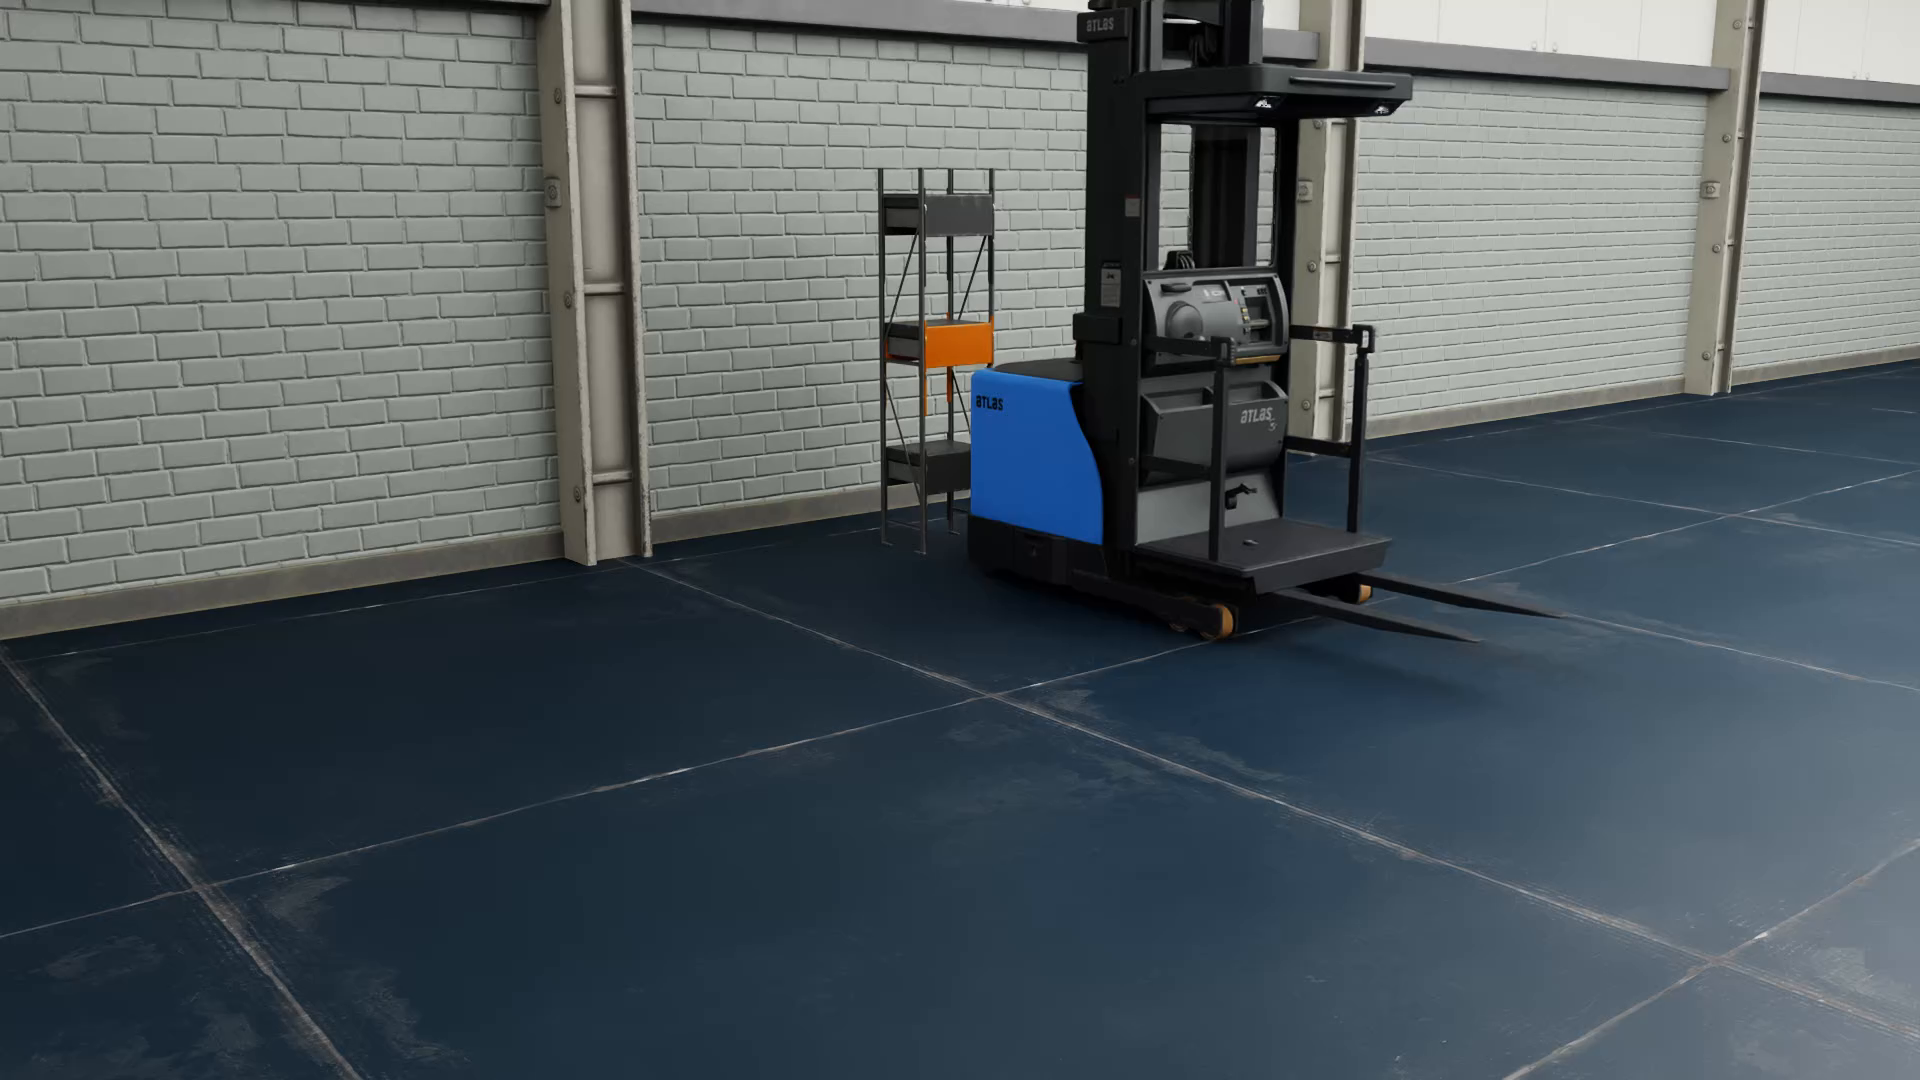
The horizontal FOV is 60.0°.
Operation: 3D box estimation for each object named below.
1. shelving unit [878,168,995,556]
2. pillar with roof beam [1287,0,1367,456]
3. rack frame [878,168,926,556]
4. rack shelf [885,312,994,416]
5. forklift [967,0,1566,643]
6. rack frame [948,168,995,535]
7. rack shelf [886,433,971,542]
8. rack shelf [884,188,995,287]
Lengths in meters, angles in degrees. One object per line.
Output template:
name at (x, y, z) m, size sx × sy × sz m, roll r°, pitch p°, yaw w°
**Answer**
shelving unit at (-0.129, -1.006, 9.309) m, size 0.503 × 2.100 × 0.431 m, roll -9°, pitch 15°, yaw -38°
pillar with roof beam at (5.423, -4.393, 8.654) m, size 0.400 × 9.000 × 9.100 m, roll -9°, pitch 15°, yaw -38°
rack frame at (-0.320, -0.974, 9.160) m, size 0.015 × 2.100 × 0.400 m, roll -9°, pitch 15°, yaw -38°
rack shelf at (-0.129, -0.992, 9.312) m, size 0.480 × 0.518 × 0.431 m, roll -9°, pitch 15°, yaw -38°
forklift at (1.361, -1.098, 7.742) m, size 1.130 × 2.935 × 3.031 m, roll -10°, pitch 15°, yaw -38°
rack frame at (0.061, -1.037, 9.459) m, size 0.015 × 2.100 × 0.400 m, roll -9°, pitch 15°, yaw -38°
rack shelf at (-0.129, -0.308, 9.458) m, size 0.480 × 0.518 × 0.431 m, roll -9°, pitch 15°, yaw -38°
rack shelf at (-0.129, -1.677, 9.167) m, size 0.480 × 0.518 × 0.431 m, roll -9°, pitch 15°, yaw -38°
